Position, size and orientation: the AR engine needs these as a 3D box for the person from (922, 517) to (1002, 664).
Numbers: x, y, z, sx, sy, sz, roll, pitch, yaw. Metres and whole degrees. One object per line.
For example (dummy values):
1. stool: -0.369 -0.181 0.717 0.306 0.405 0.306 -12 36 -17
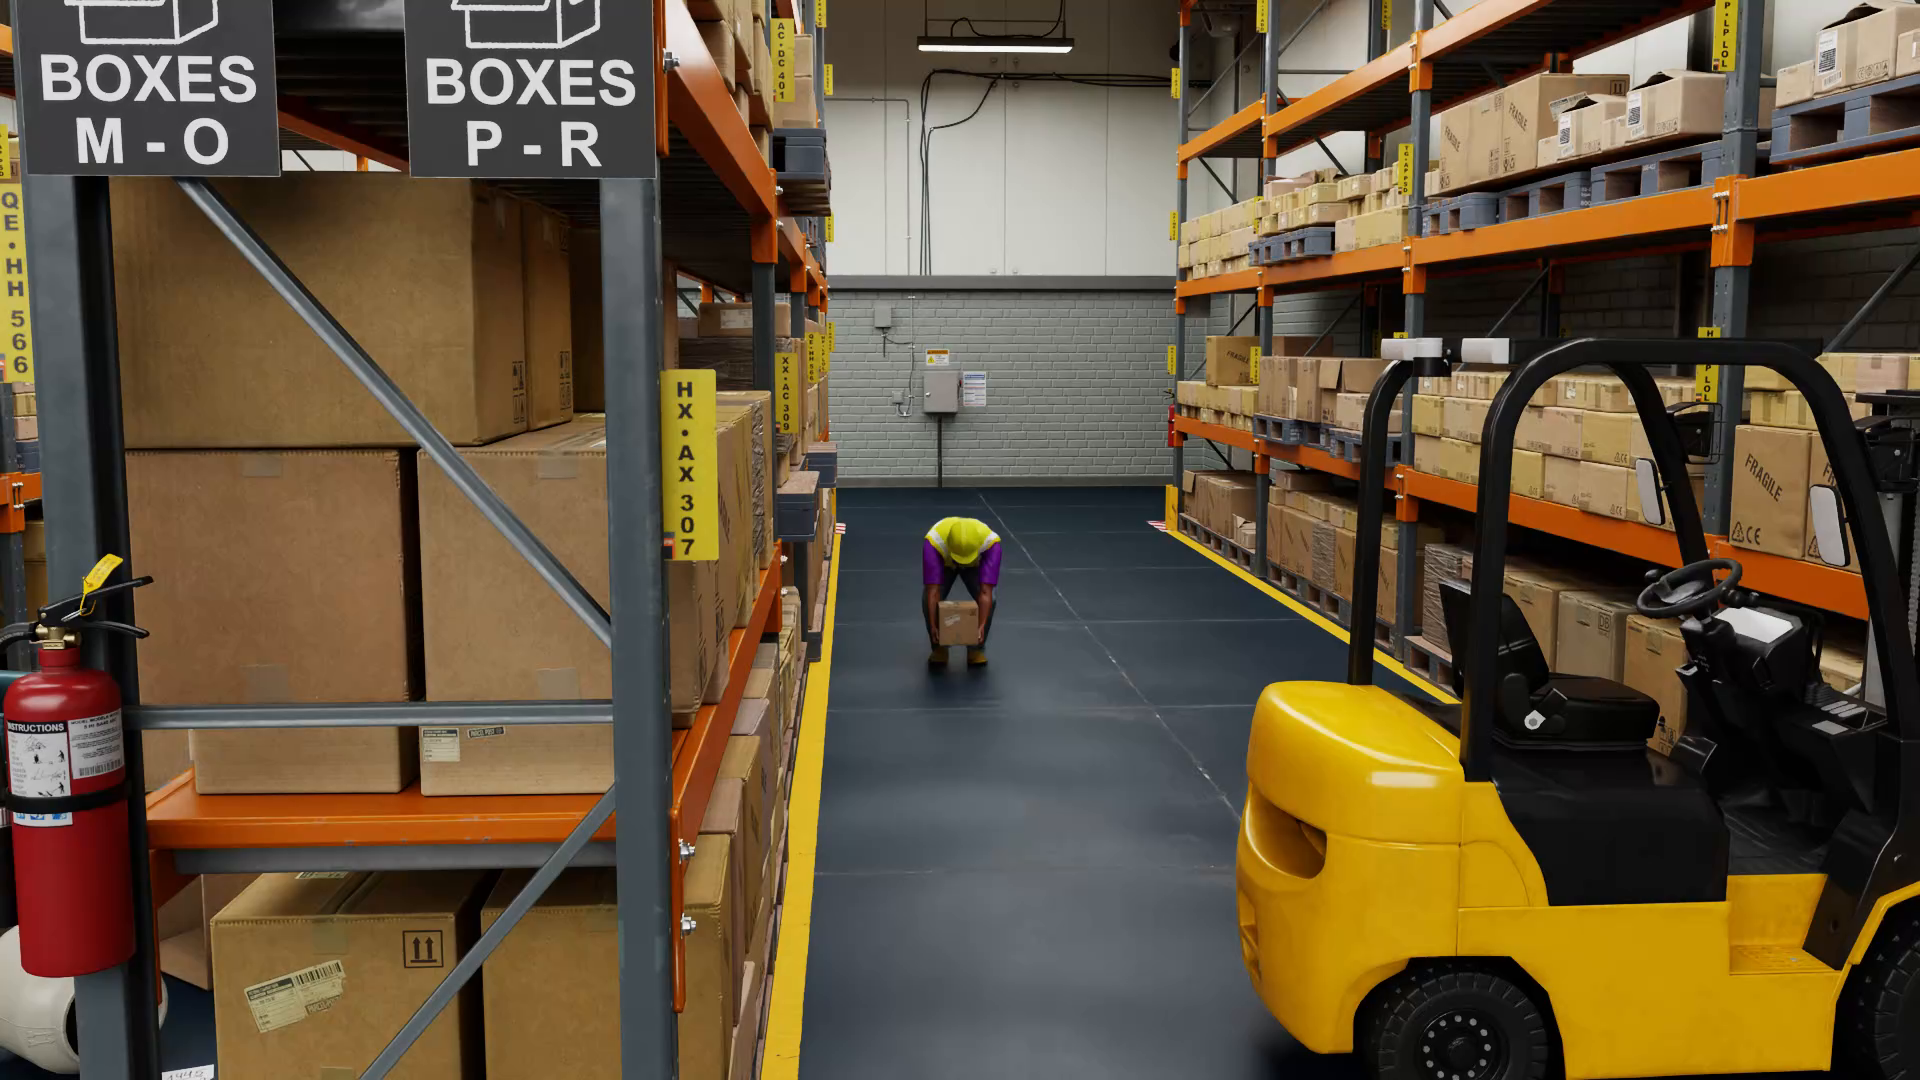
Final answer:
1. person: 0.010 0.332 11.007 0.524 1.022 0.962 0 7 -1
